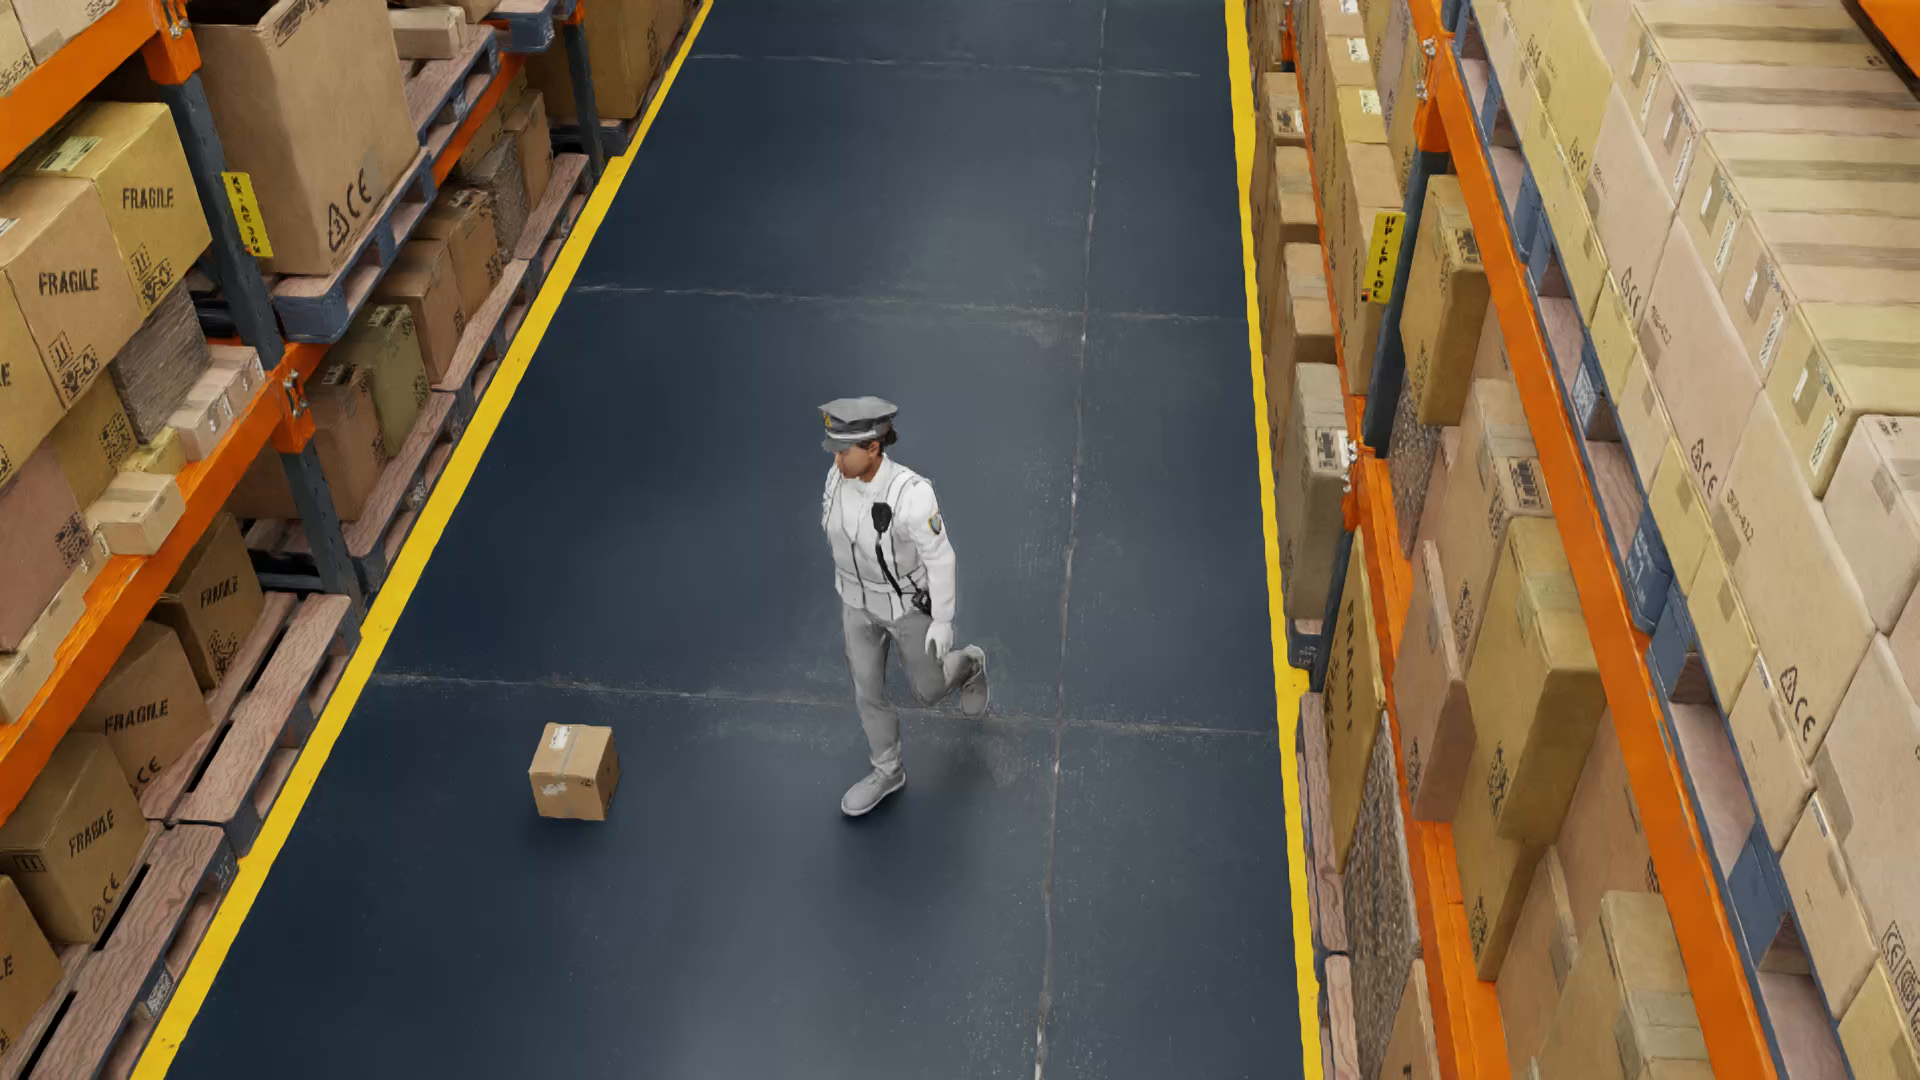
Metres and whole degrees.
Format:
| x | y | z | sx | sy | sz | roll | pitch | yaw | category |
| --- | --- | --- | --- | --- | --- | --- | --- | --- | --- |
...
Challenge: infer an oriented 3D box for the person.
| x | y | z | sx | sy | sz | roll | pitch | yaw | category |
| --- | --- | --- | --- | --- | --- | --- | --- | --- | --- |
| -0.217 | 0.189 | 5.927 | 0.522 | 1.640 | 0.783 | 21 | 44 | 23 | person |
